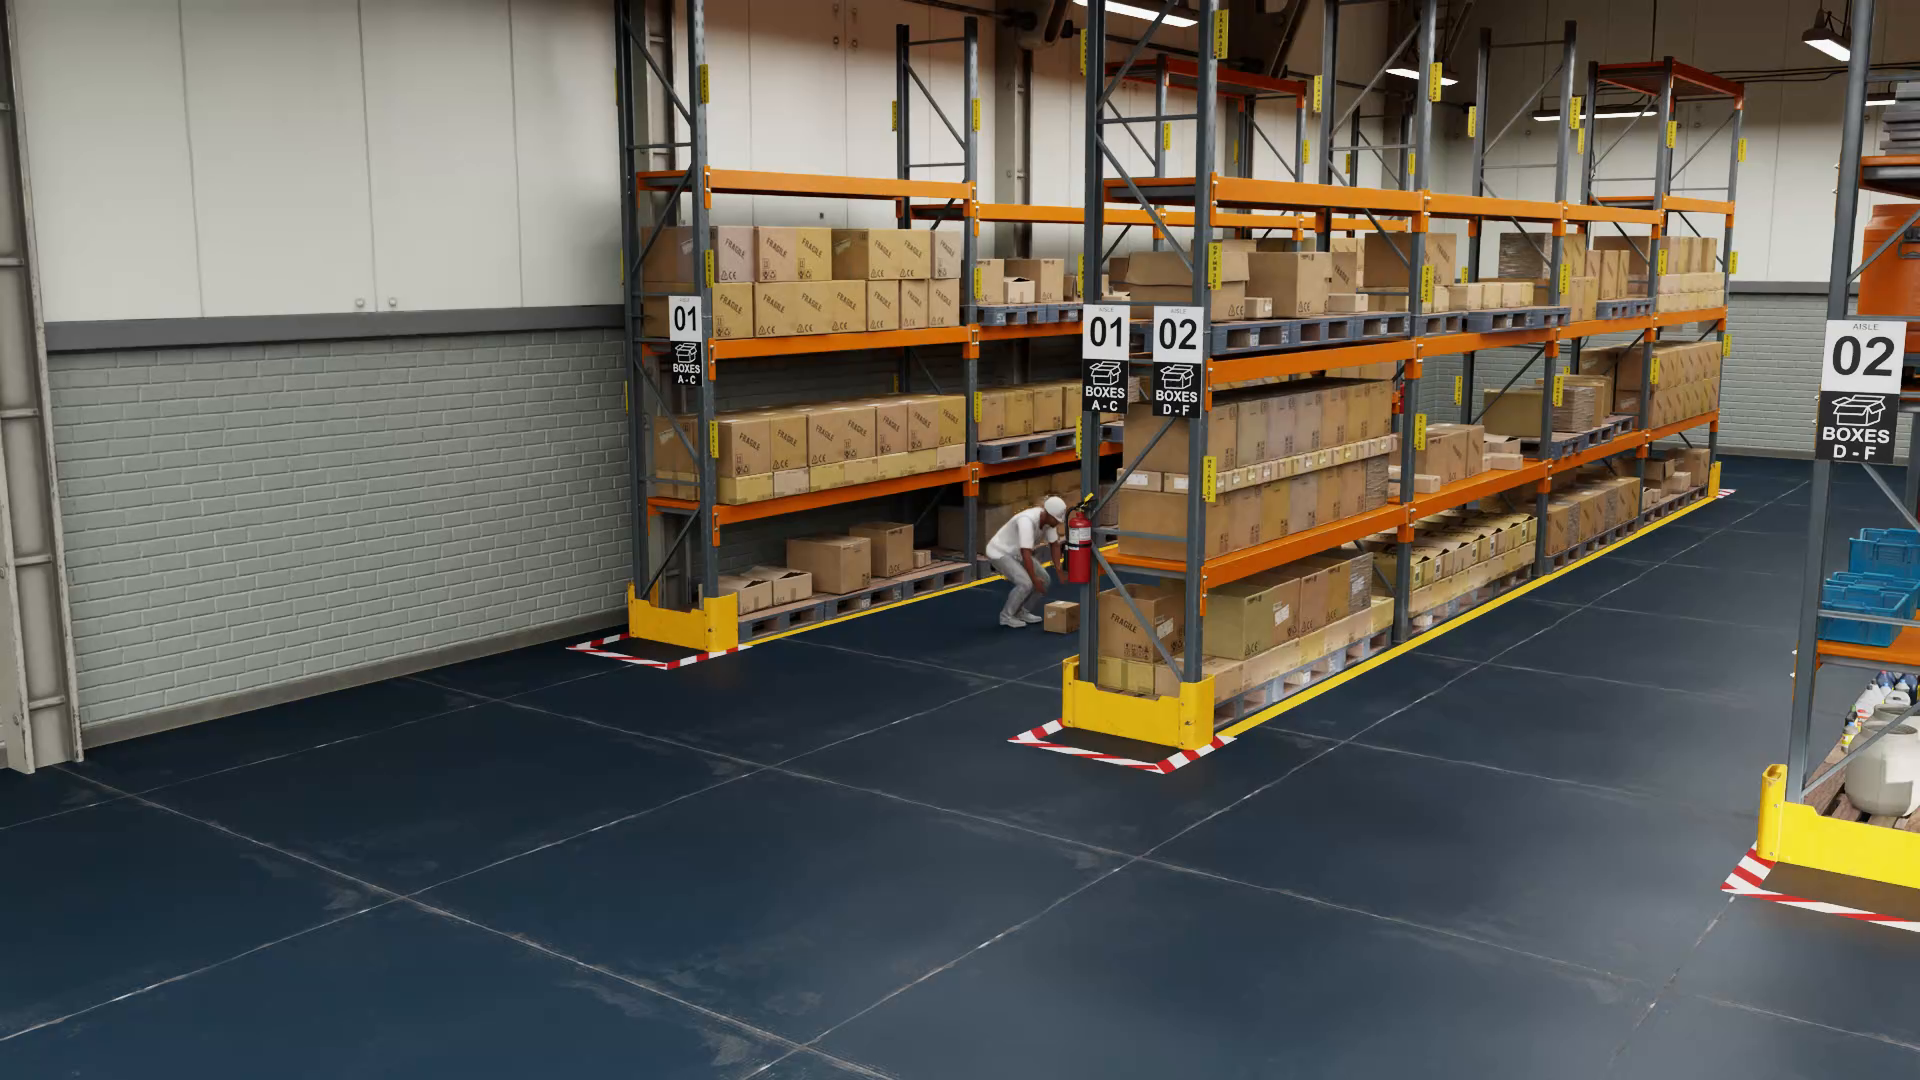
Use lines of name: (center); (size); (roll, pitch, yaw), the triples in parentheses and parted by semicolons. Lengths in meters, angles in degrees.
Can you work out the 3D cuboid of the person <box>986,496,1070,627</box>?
person: (0.675, 0.189, 16.158); (0.817, 1.283, 0.627); (7, 12, 36)
